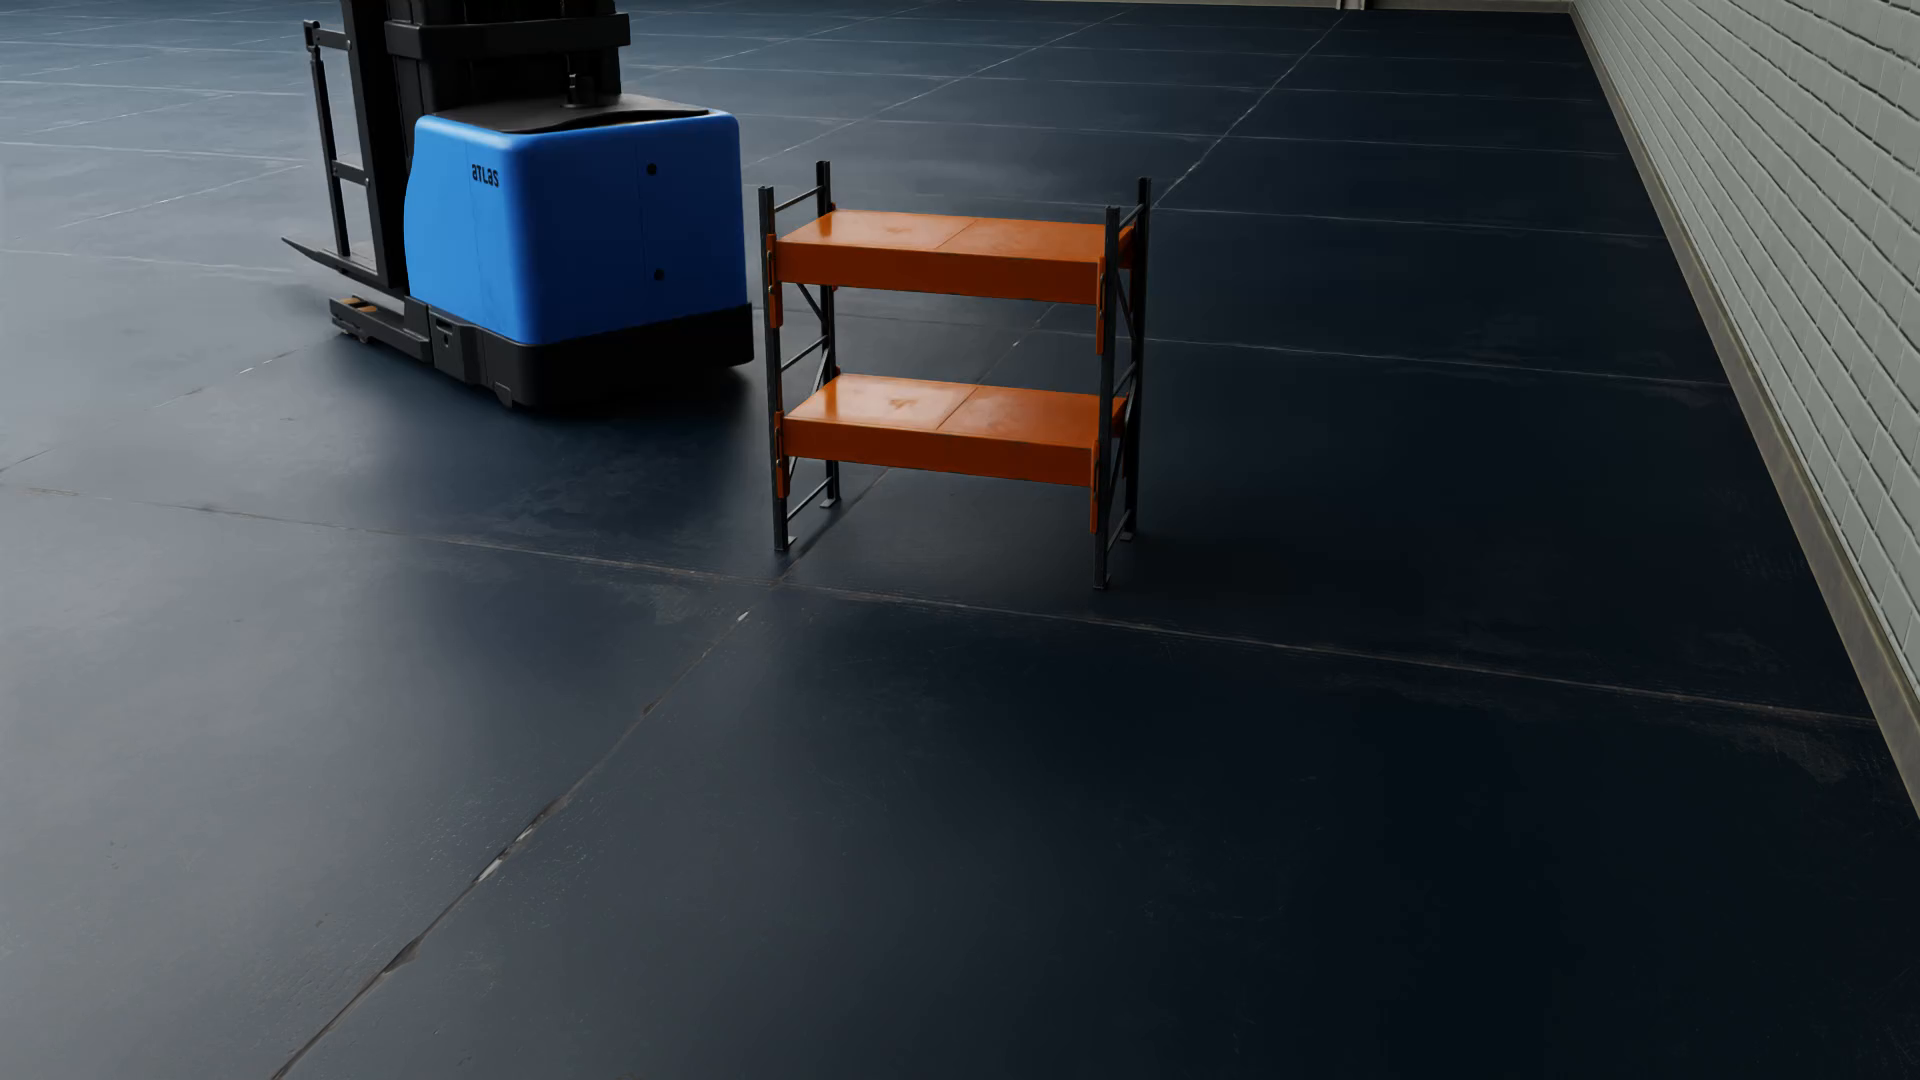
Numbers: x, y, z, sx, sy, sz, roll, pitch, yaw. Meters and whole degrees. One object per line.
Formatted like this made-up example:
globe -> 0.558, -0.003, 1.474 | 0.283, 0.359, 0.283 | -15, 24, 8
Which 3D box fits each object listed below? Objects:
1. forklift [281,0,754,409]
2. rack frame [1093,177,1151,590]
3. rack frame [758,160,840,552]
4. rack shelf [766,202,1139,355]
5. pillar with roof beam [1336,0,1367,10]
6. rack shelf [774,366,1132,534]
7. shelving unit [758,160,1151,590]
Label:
forklift -> -2.201, -2.342, 7.118 | 1.130, 2.935, 3.031 | -18, 29, -37
rack frame -> 0.480, -0.465, 4.922 | 0.032, 1.125, 0.500 | 7, 23, 16
rack frame -> -0.493, -0.577, 5.194 | 0.032, 1.125, 0.500 | 7, 23, 16
rack shelf -> -0.006, -0.792, 4.947 | 1.000, 0.278, 0.538 | 7, 23, 16
pillar with roof beam -> 4.365, -10.217, 18.321 | 0.400, 9.000, 9.100 | 7, 23, 16
rack shelf -> -0.006, -0.295, 5.151 | 1.000, 0.278, 0.538 | 7, 23, 16
shelving unit -> -0.006, -0.521, 5.058 | 1.048, 1.125, 0.538 | 7, 23, 16
